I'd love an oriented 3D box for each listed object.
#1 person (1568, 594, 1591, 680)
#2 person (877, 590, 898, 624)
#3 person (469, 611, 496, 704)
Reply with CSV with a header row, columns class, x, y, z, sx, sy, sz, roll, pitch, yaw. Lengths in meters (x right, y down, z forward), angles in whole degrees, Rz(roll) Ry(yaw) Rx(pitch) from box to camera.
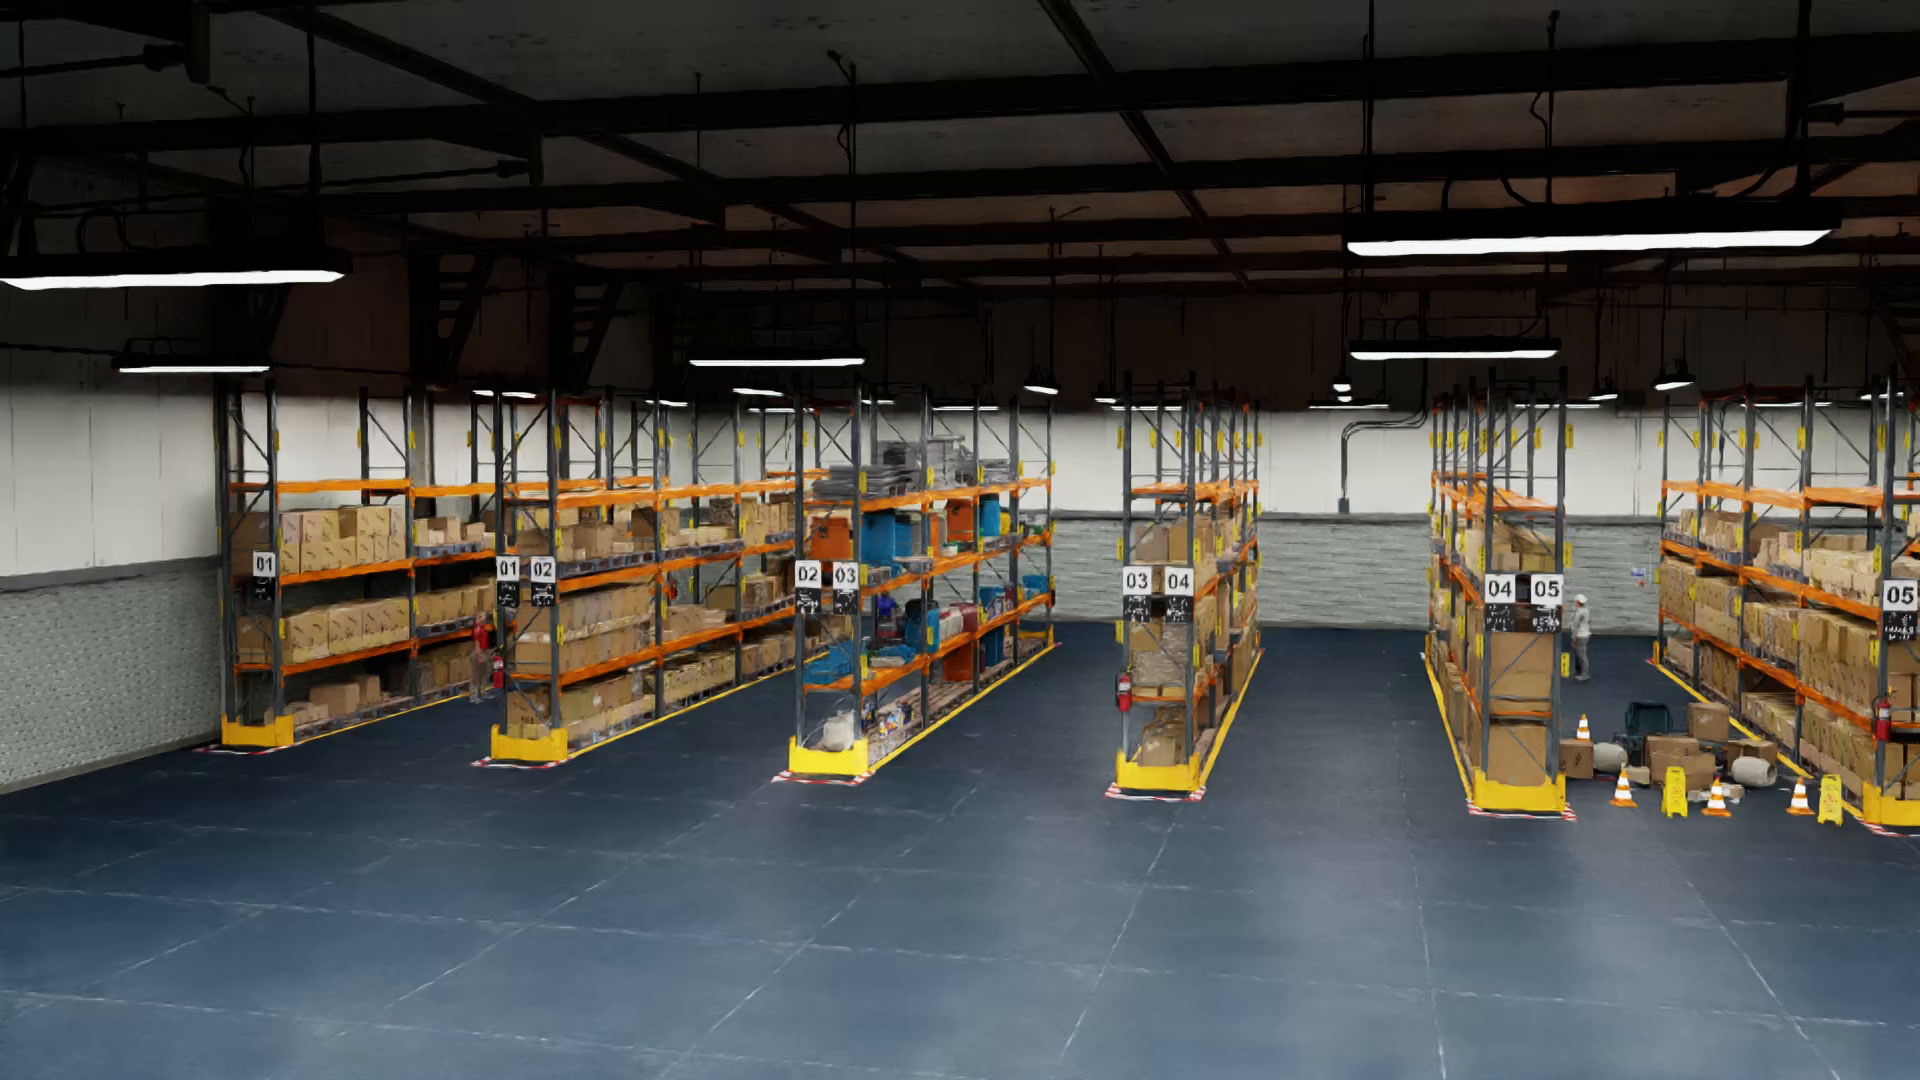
class,x,y,z,sx,sy,sz,roll,pitch,yaw
person,12.939,2.018,34.778,0.581,1.768,0.640,2,4,36
person,-1.741,1.875,38.896,0.592,1.604,0.513,1,3,11
person,-9.132,2.218,31.755,0.476,1.738,0.626,-1,3,-11
